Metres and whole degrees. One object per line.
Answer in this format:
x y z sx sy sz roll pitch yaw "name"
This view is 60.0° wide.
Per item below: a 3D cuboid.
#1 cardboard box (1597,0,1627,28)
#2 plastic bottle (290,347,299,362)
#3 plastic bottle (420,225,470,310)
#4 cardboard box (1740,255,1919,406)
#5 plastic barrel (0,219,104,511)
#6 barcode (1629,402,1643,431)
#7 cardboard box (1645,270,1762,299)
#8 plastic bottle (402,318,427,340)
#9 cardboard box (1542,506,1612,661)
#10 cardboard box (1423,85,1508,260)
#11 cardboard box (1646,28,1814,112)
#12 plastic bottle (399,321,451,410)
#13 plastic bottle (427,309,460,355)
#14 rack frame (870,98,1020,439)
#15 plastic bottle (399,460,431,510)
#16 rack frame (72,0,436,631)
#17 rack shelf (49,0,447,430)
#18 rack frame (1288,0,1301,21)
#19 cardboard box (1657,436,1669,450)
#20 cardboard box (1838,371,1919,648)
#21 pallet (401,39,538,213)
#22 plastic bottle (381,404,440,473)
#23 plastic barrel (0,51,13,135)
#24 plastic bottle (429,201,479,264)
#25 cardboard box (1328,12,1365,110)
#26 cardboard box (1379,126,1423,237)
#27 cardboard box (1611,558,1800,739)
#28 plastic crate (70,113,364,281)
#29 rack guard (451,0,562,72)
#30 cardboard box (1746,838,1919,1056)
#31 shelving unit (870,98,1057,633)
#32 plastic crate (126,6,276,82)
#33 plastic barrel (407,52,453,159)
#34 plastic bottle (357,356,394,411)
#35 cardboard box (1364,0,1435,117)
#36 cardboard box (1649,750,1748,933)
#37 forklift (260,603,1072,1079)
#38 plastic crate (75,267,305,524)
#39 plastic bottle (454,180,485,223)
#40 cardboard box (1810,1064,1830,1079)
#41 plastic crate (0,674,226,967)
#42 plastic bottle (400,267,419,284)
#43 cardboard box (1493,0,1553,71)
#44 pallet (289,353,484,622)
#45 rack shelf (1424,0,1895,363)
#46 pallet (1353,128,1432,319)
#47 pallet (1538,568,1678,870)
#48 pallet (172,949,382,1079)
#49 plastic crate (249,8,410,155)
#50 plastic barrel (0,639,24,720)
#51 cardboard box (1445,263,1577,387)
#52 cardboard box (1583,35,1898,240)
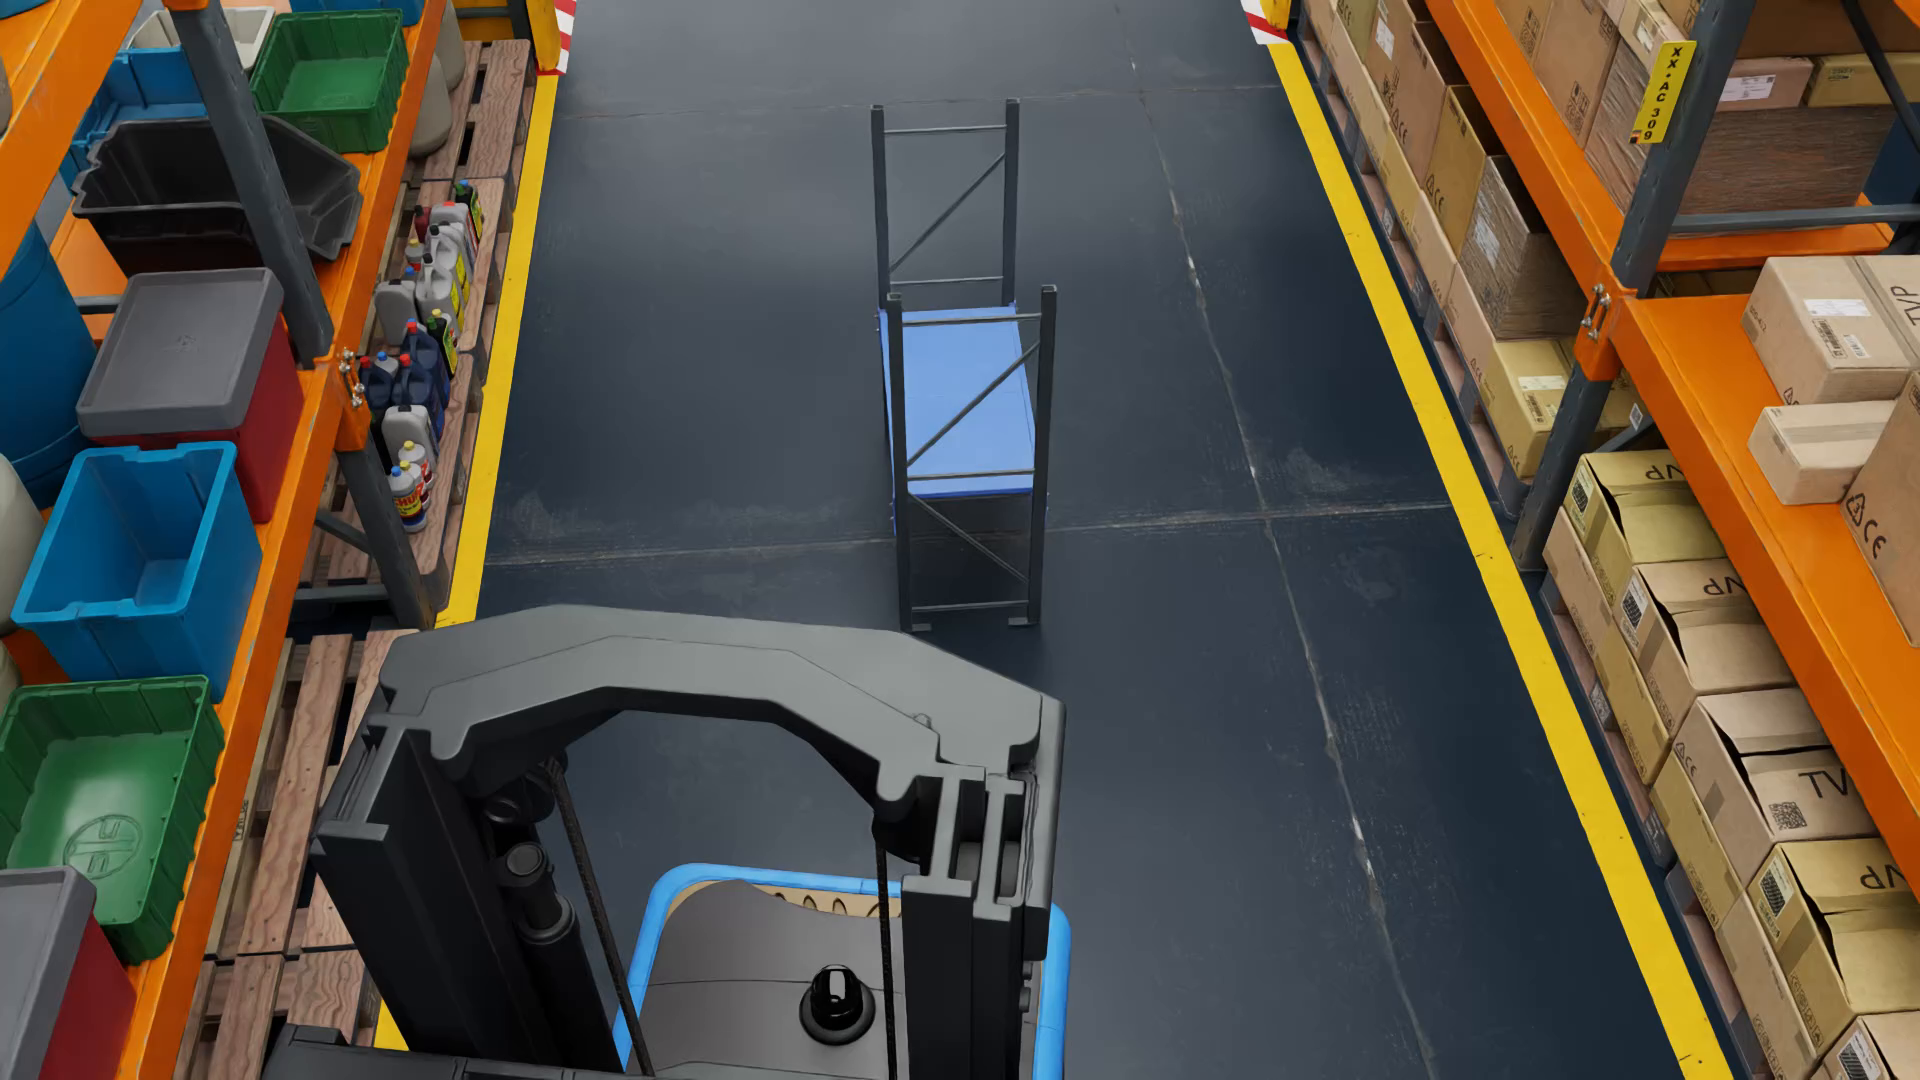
2.274 -1.792 5.366 0.380 0.149 0.250 -5 47 -4 "cardboard box"
-2.670 -0.847 6.554 0.061 0.283 0.133 -3 47 -3 "plastic bottle"
-2.104 -1.113 6.759 0.144 0.351 0.185 -2 47 -2 "plastic bottle"
2.639 -0.577 4.834 0.500 0.250 0.500 -1 47 -1 "cardboard box"
-2.652 -0.559 4.368 0.600 0.901 0.708 -3 47 -3 "plastic barrel"
2.160 -0.394 5.315 0.001 0.075 0.075 -3 47 -3 "barcode"
2.827 -0.794 6.024 0.500 0.500 0.500 -3 47 -3 "cardboard box"
-2.102 -0.747 6.468 0.097 0.271 0.097 0 47 0 "plastic bottle"
2.341 0.125 5.670 0.500 0.250 0.500 -5 47 -4 "cardboard box"
2.221 -1.486 6.679 0.500 0.500 0.500 -3 47 -3 "cardboard box"
2.318 -1.424 5.017 0.380 0.149 0.250 -4 47 -3 "cardboard box"
-2.052 -0.670 6.340 0.144 0.351 0.185 -5 47 -5 "plastic bottle"
-2.053 -0.825 6.590 0.097 0.201 0.097 0 47 0 "plastic bottle"
-0.050 -0.945 6.112 0.500 1.500 0.032 -3 47 -3 "rack frame"
-1.981 -0.204 6.001 0.097 0.201 0.097 0 47 0 "plastic bottle"
-2.382 -0.684 4.832 1.000 3.000 0.127 -3 47 -3 "rack frame"
-2.550 -1.884 6.464 1.077 0.370 4.000 -3 47 -3 "rack shelf"
2.219 -3.877 7.855 1.000 3.000 0.127 -3 47 -3 "rack frame"
2.817 -0.535 6.296 0.500 0.250 0.500 -3 47 -3 "cardboard box"
2.646 -0.079 4.190 0.500 0.500 0.500 0 47 0 "cardboard box"
-2.601 -1.979 7.979 1.003 0.211 1.213 -3 47 -3 "pallet"
-2.027 -0.388 6.125 0.152 0.276 0.135 -2 47 -2 "plastic bottle"
-2.069 -1.060 2.777 0.600 0.901 0.600 0 47 0 "plastic barrel"
-2.133 -1.307 6.995 0.152 0.276 0.135 -3 47 -3 "plastic bottle"
2.088 -2.312 7.979 0.500 0.250 0.500 -3 47 -3 "cardboard box"
2.166 -1.589 7.293 0.500 0.250 0.500 -3 47 -3 "cardboard box"
2.377 0.302 5.116 0.500 0.311 0.500 -4 47 -4 "cardboard box"
-2.300 -1.049 5.221 0.767 0.338 0.504 -3 47 -3 "plastic crate"
-2.664 -2.667 8.431 1.175 0.500 0.348 -3 47 -3 "rack guard"
2.470 1.052 4.406 0.500 0.311 0.500 -2 47 -2 "cardboard box"
-0.007 -0.577 5.764 0.538 1.500 1.048 -3 47 -3 "shelving unit"
-2.771 -1.753 6.026 0.530 0.136 0.437 -3 47 -3 "plastic crate"
-2.544 -2.033 7.534 0.421 0.512 0.421 0 47 0 "plastic barrel"
-2.180 -0.525 6.203 0.144 0.351 0.185 -3 47 -3 "plastic bottle"
2.141 -2.209 7.364 0.500 0.500 0.500 -3 47 -3 "cardboard box"
2.428 0.870 4.965 0.500 0.250 0.500 -5 47 -5 "cardboard box"
-0.397 1.612 2.704 1.130 2.935 3.031 5 47 4 "forklift"
-2.037 -0.374 4.495 0.402 0.464 0.583 -3 47 -3 "plastic crate"
-2.127 -1.465 7.196 0.097 0.201 0.097 0 47 0 "plastic bottle"
2.516 1.610 4.264 0.500 0.250 0.500 -3 47 -2 "cardboard box"
-1.955 0.632 3.732 0.450 0.188 0.662 -3 47 -3 "plastic crate"
-2.220 -1.022 6.776 0.097 0.201 0.097 0 47 0 "plastic bottle"
2.422 -2.082 6.087 0.700 0.500 0.500 -3 47 -3 "cardboard box"
-2.397 -0.214 6.307 1.003 0.211 1.213 -3 47 -3 "pallet"
2.386 -2.182 6.746 1.077 0.370 4.000 -3 47 -3 "rack shelf"
2.424 -1.486 7.512 1.003 0.211 1.213 -3 47 -3 "pallet"
2.654 0.507 5.624 1.003 0.211 1.213 -3 47 -3 "pallet"
-2.173 1.725 4.471 1.003 0.211 1.213 -3 47 -3 "pallet"
-2.215 -1.611 5.855 0.450 0.188 0.662 -3 47 -3 "plastic crate"
-2.425 0.330 3.966 0.301 0.262 0.301 0 47 0 "plastic barrel"
2.265 -0.866 6.609 0.500 0.250 0.500 -3 47 -3 "cardboard box"
2.510 -1.338 5.382 0.700 0.500 0.500 -5 47 -4 "cardboard box"
